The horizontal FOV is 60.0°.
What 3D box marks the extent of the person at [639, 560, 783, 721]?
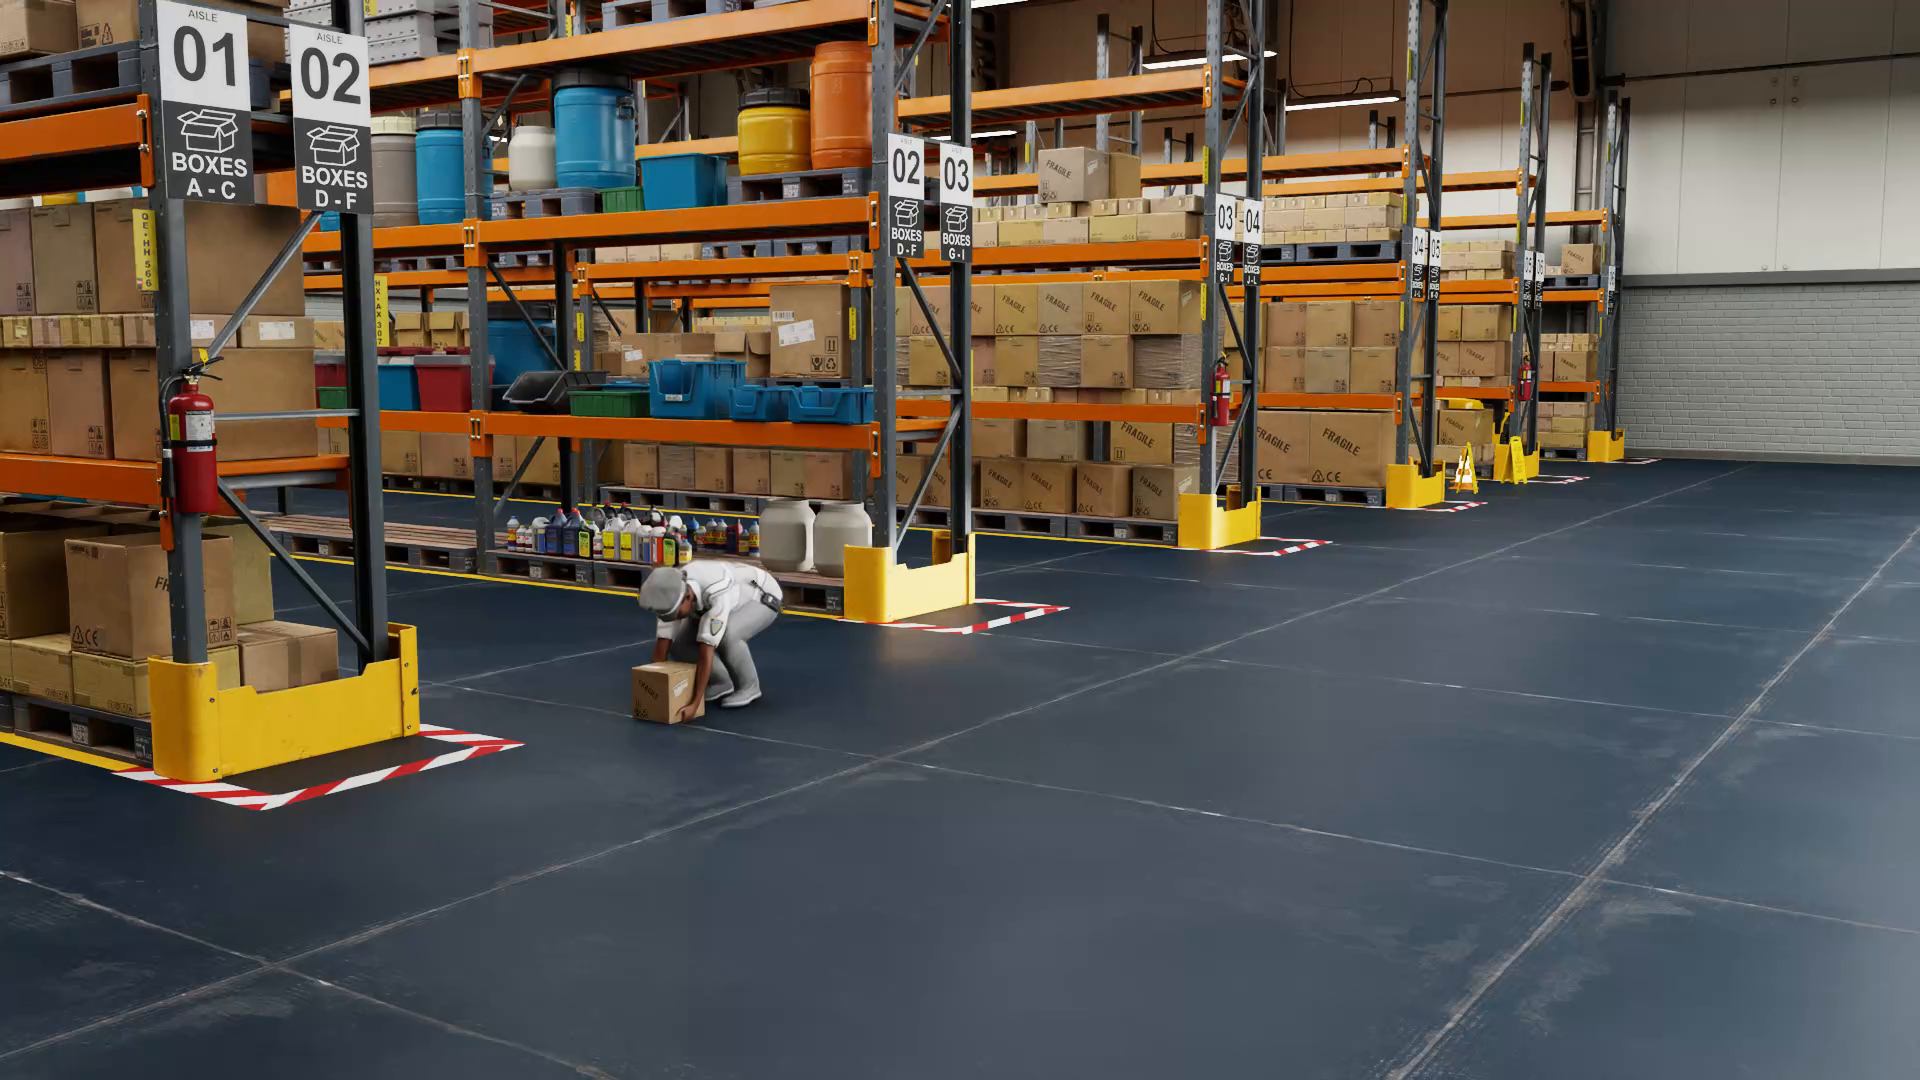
[{"bbox_3d":[-1.274,0.479,8.405,0.450,0.765,0.924,4,8,32],"label":"person"}]
